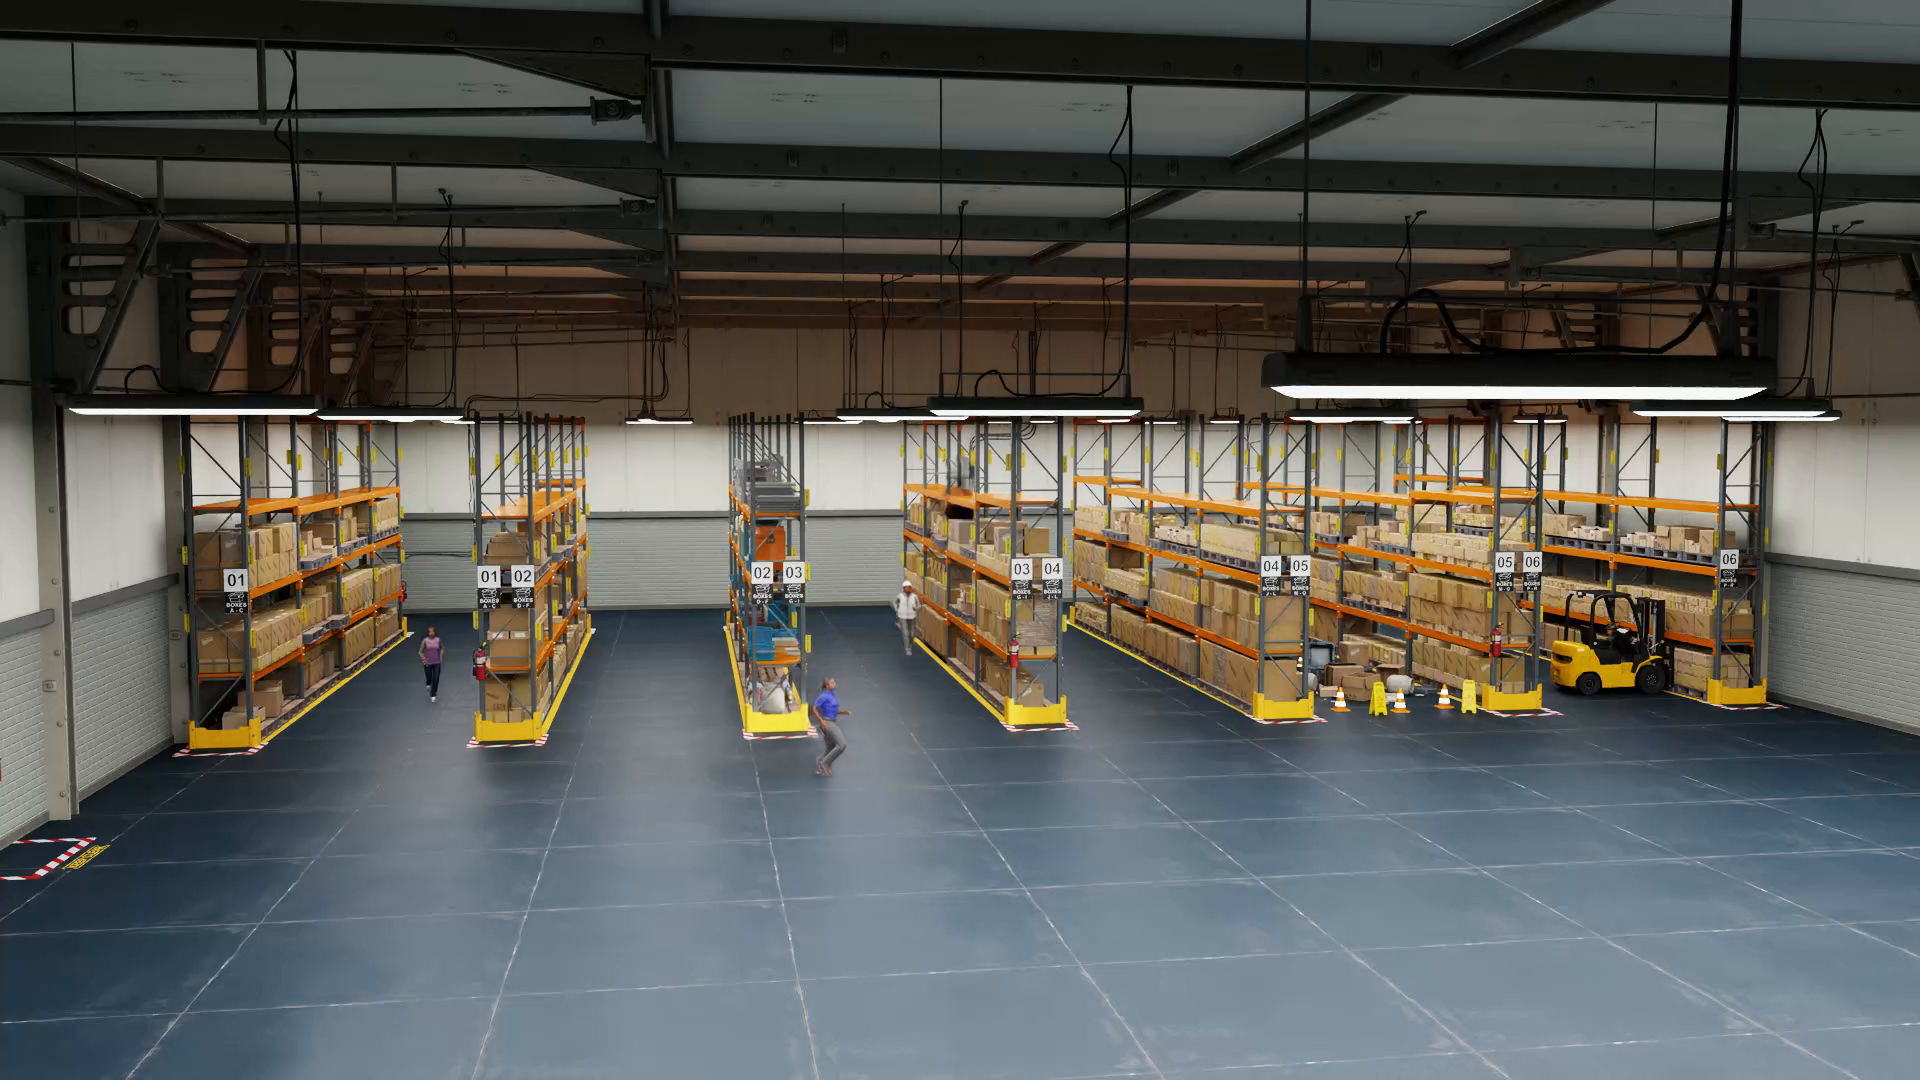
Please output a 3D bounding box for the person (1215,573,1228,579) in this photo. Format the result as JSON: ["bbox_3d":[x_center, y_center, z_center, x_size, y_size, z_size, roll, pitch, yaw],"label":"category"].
[{"bbox_3d":[7.899,1.465,50.666,0.502,1.628,0.674,0,4,3],"label":"person"}]

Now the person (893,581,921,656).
[{"bbox_3d":[-1.257,1.861,39.693,0.660,1.769,0.716,-1,4,-9],"label":"person"}]

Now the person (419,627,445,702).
[{"bbox_3d":[-11.036,2.588,34.776,0.536,1.564,0.618,-2,4,-25],"label":"person"}]

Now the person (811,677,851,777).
[{"bbox_3d":[-2.097,3.048,27.178,0.646,1.626,0.550,1,4,7],"label":"person"}]
